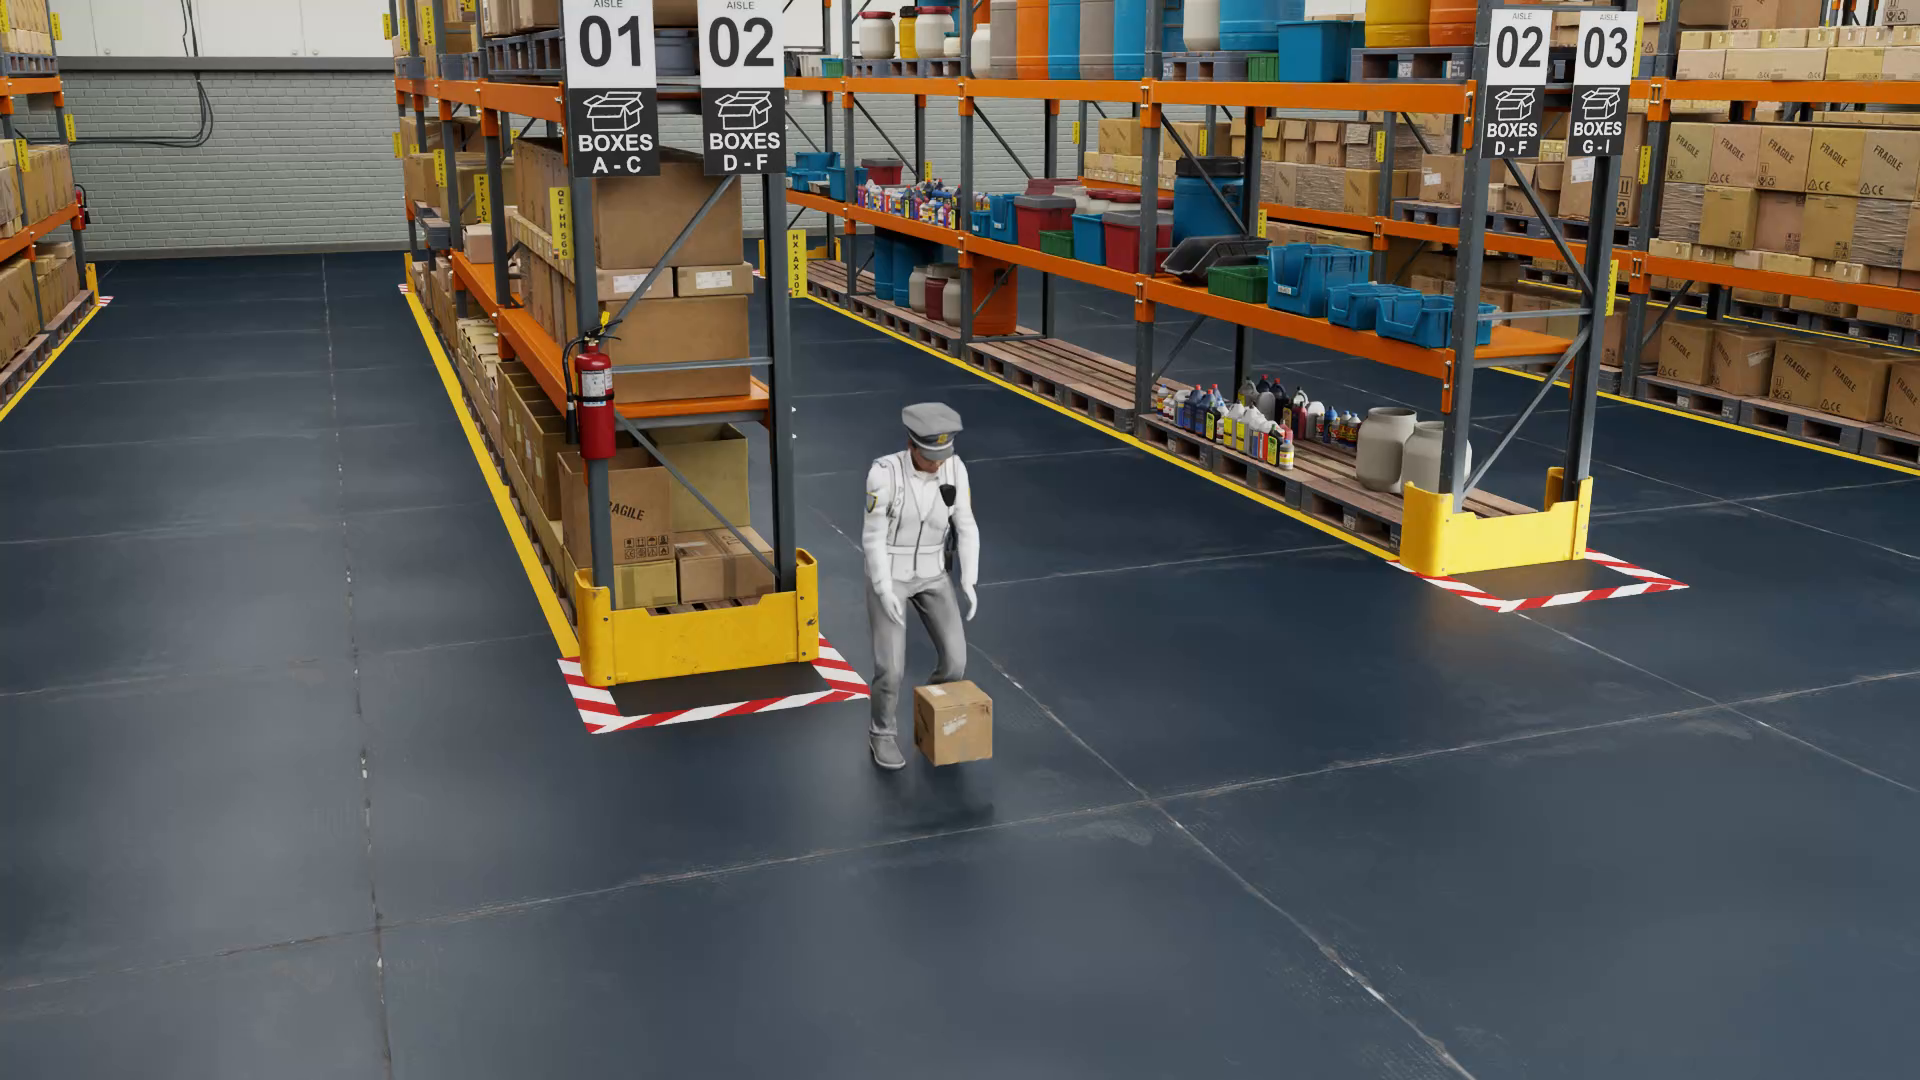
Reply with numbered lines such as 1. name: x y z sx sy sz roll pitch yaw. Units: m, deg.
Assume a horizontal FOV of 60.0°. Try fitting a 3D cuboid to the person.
1. person: -0.163 0.189 7.043 0.516 1.576 0.526 -6 17 -19
